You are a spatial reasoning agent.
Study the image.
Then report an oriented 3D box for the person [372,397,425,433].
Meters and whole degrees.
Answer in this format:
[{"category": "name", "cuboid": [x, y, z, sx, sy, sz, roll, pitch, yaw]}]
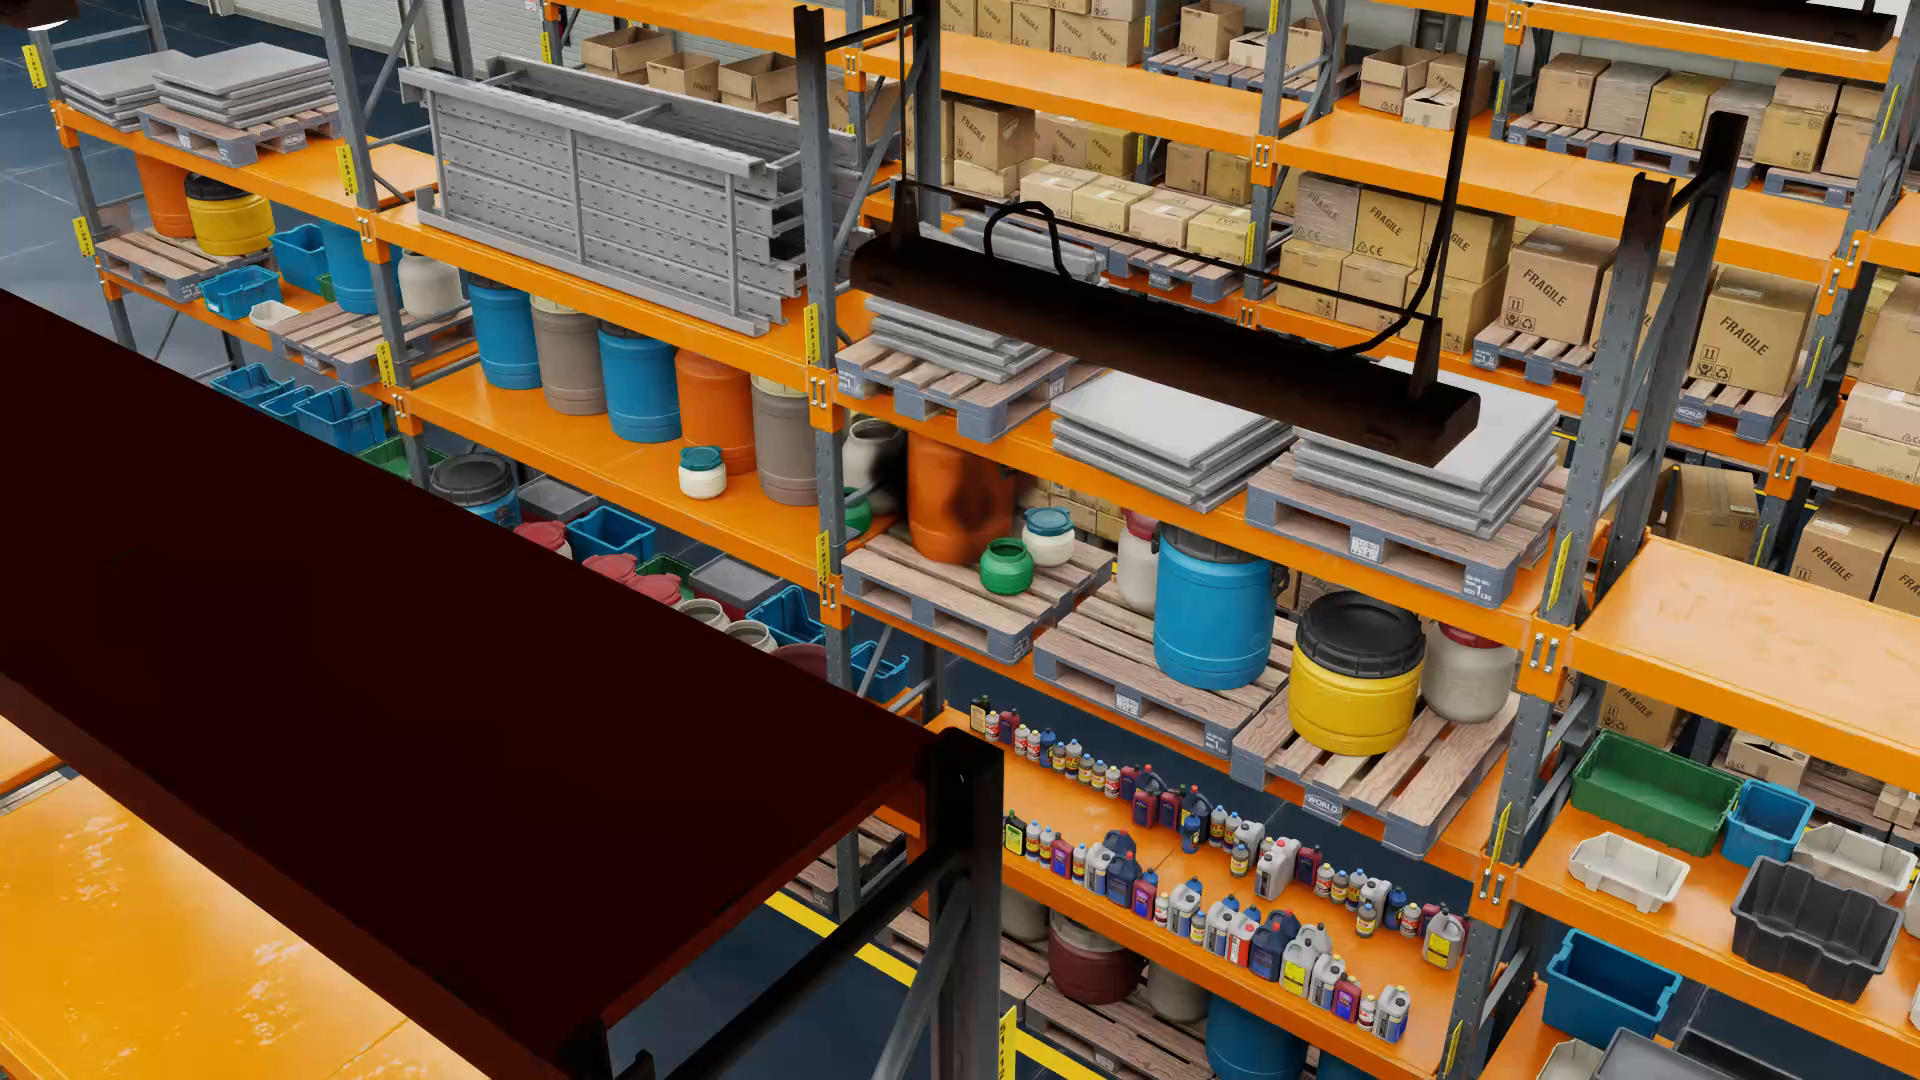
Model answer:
[{"category": "person", "cuboid": [-5.865, -1.892, 16.698, 0.607, 1.824, 0.442, 4, 32, 6]}]
